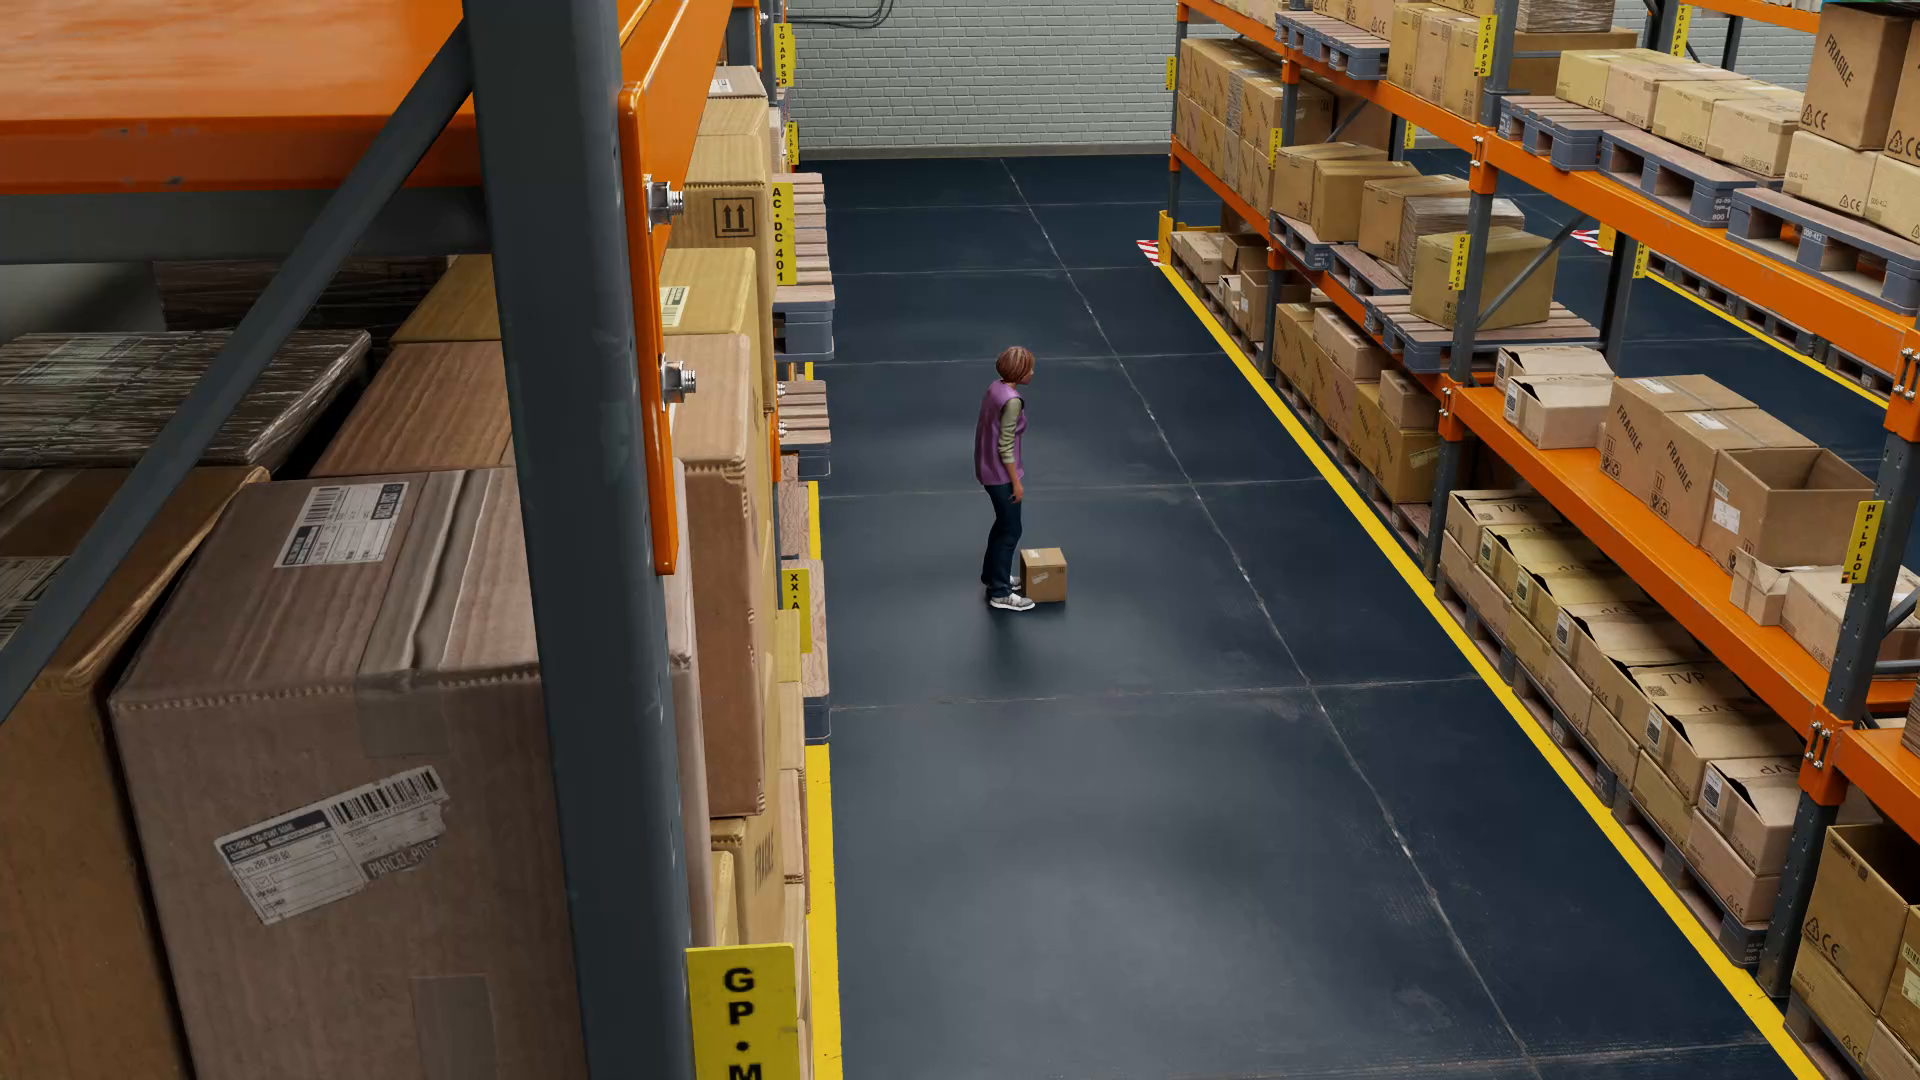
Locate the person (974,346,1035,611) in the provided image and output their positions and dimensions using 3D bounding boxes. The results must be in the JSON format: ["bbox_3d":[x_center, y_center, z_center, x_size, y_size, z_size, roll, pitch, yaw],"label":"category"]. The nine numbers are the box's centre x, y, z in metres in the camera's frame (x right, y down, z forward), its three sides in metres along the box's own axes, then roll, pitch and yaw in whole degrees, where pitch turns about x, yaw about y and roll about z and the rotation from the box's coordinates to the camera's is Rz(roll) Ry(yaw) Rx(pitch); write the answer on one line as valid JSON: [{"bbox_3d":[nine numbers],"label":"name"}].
[{"bbox_3d":[0.268,-0.384,9.973,0.343,1.593,0.485,-4,24,-8],"label":"person"}]
